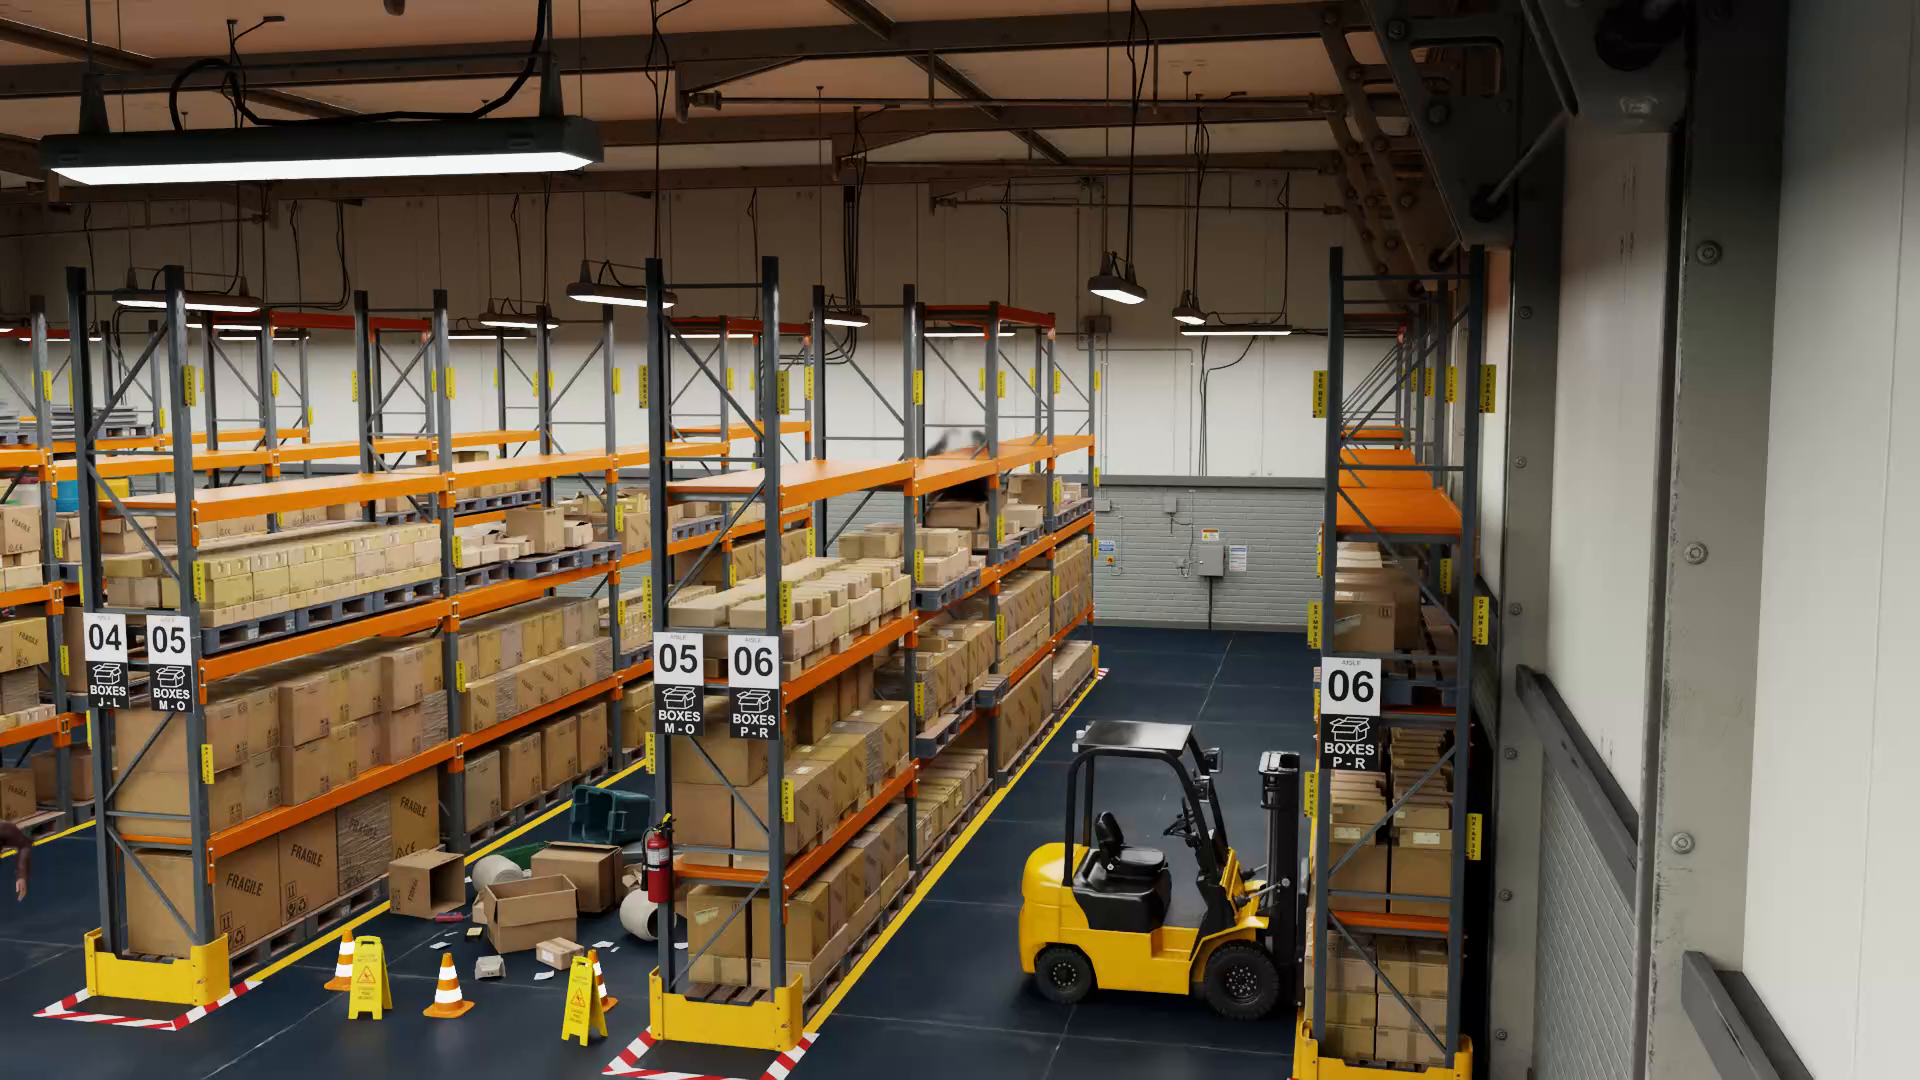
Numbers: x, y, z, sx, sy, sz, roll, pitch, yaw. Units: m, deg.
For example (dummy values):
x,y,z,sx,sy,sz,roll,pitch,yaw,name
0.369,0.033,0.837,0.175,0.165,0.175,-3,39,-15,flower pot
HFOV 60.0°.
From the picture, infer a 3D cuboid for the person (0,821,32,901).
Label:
x,y,z,sx,sy,sz,roll,pitch,yaw,name
-7.963,2.934,13.467,0.766,1.829,0.897,-2,6,-17,person
